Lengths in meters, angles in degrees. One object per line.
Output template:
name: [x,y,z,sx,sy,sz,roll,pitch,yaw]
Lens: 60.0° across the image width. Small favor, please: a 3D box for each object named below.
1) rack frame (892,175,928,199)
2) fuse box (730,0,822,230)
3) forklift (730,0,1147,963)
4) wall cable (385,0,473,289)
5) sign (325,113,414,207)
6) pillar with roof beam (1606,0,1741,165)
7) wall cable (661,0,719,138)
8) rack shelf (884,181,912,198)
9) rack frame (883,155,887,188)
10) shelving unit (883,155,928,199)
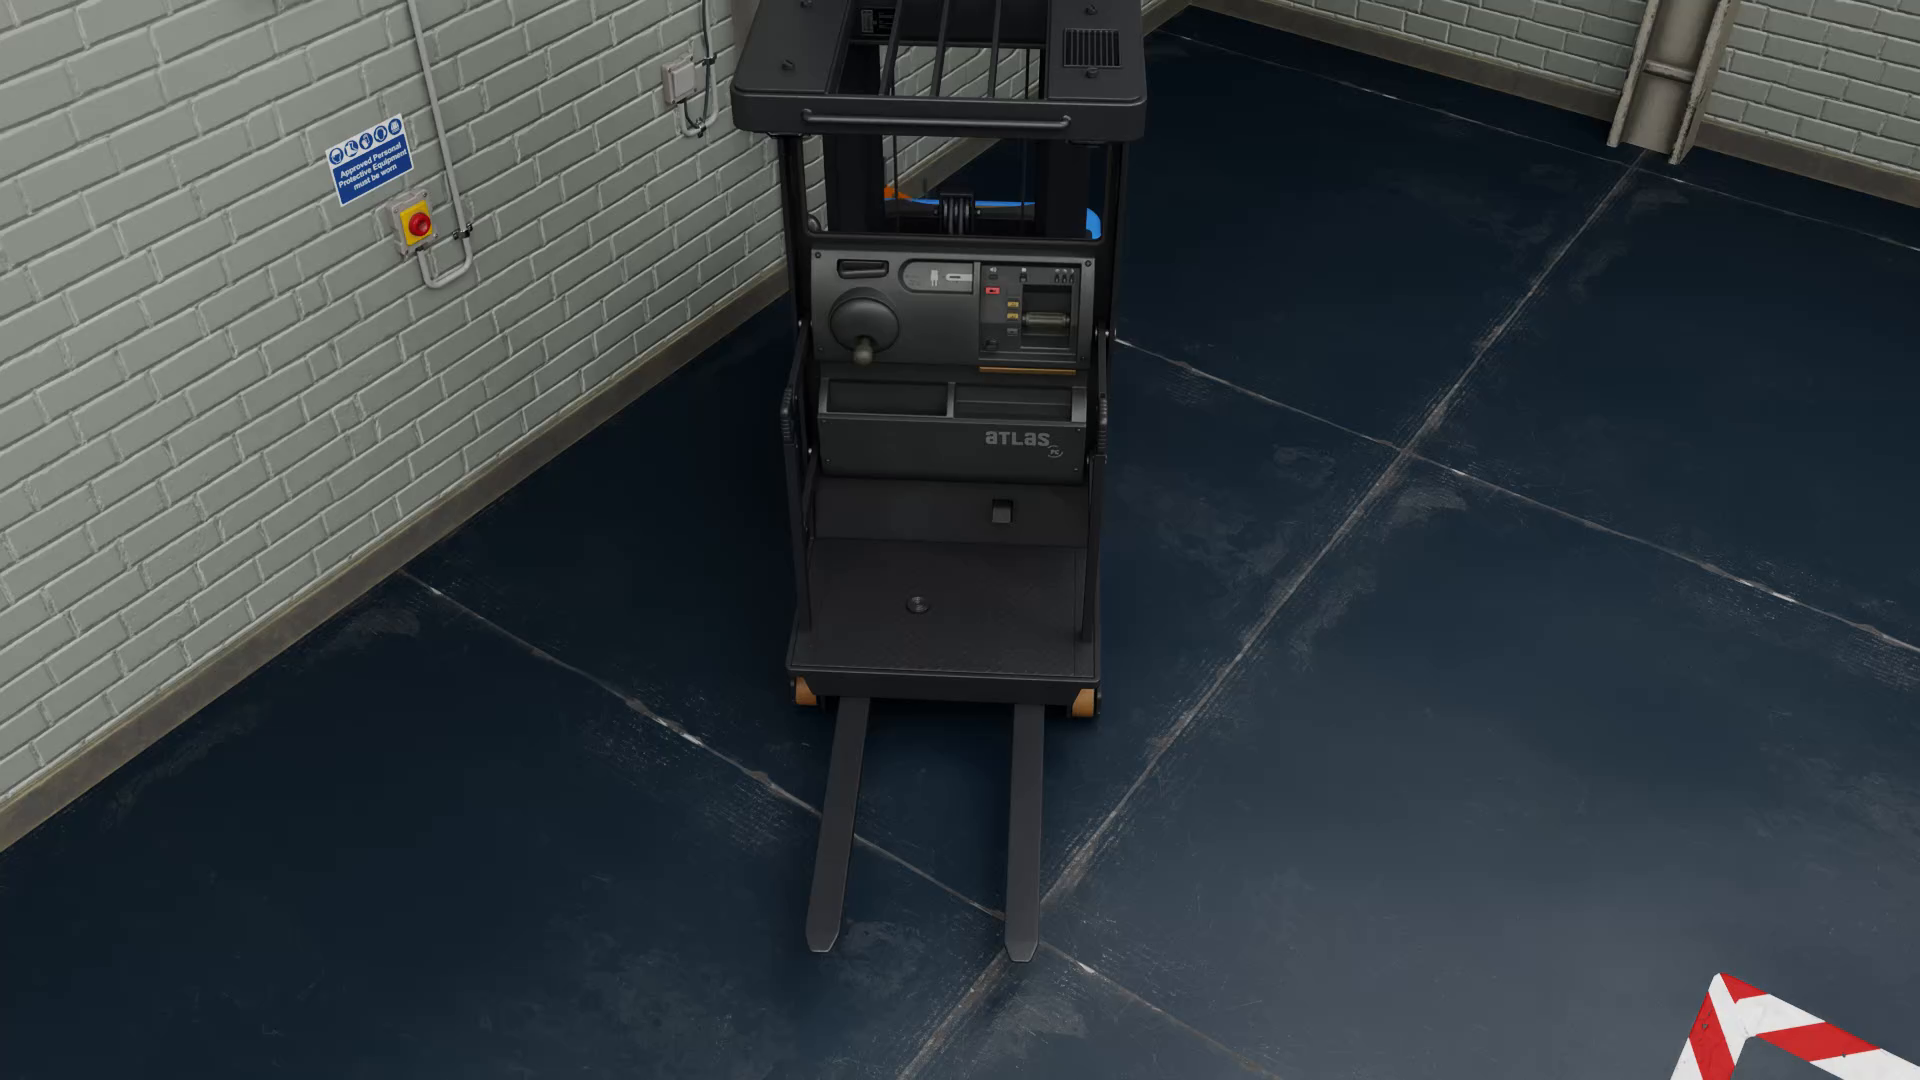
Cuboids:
rack frame: [-0.203,-1.062,7.150,0.008,1.050,0.200,32,51,31]
fuse box: [-0.641,-1.833,7.515,0.414,1.711,0.539,25,48,25]
forklift: [-0.036,-0.678,5.310,1.130,2.935,3.031,2,42,2]
wall cable: [-1.967,-1.612,5.517,0.123,1.953,0.585,25,48,25]
sign: [-2.045,-1.319,5.772,0.001,0.218,0.327,25,48,25]
pillar with roof beam: [1.348,-3.197,3.574,0.400,9.000,9.100,25,48,25]
wall cable: [-1.162,-2.379,6.397,0.122,1.984,0.588,25,48,25]
rack shelf: [-0.292,-1.322,7.030,0.240,0.259,0.215,32,51,31]
rack frame: [-0.380,-1.174,7.275,0.008,1.050,0.200,32,51,31]
shelving unit: [-0.292,-1.118,7.213,0.252,1.050,0.215,32,51,31]
